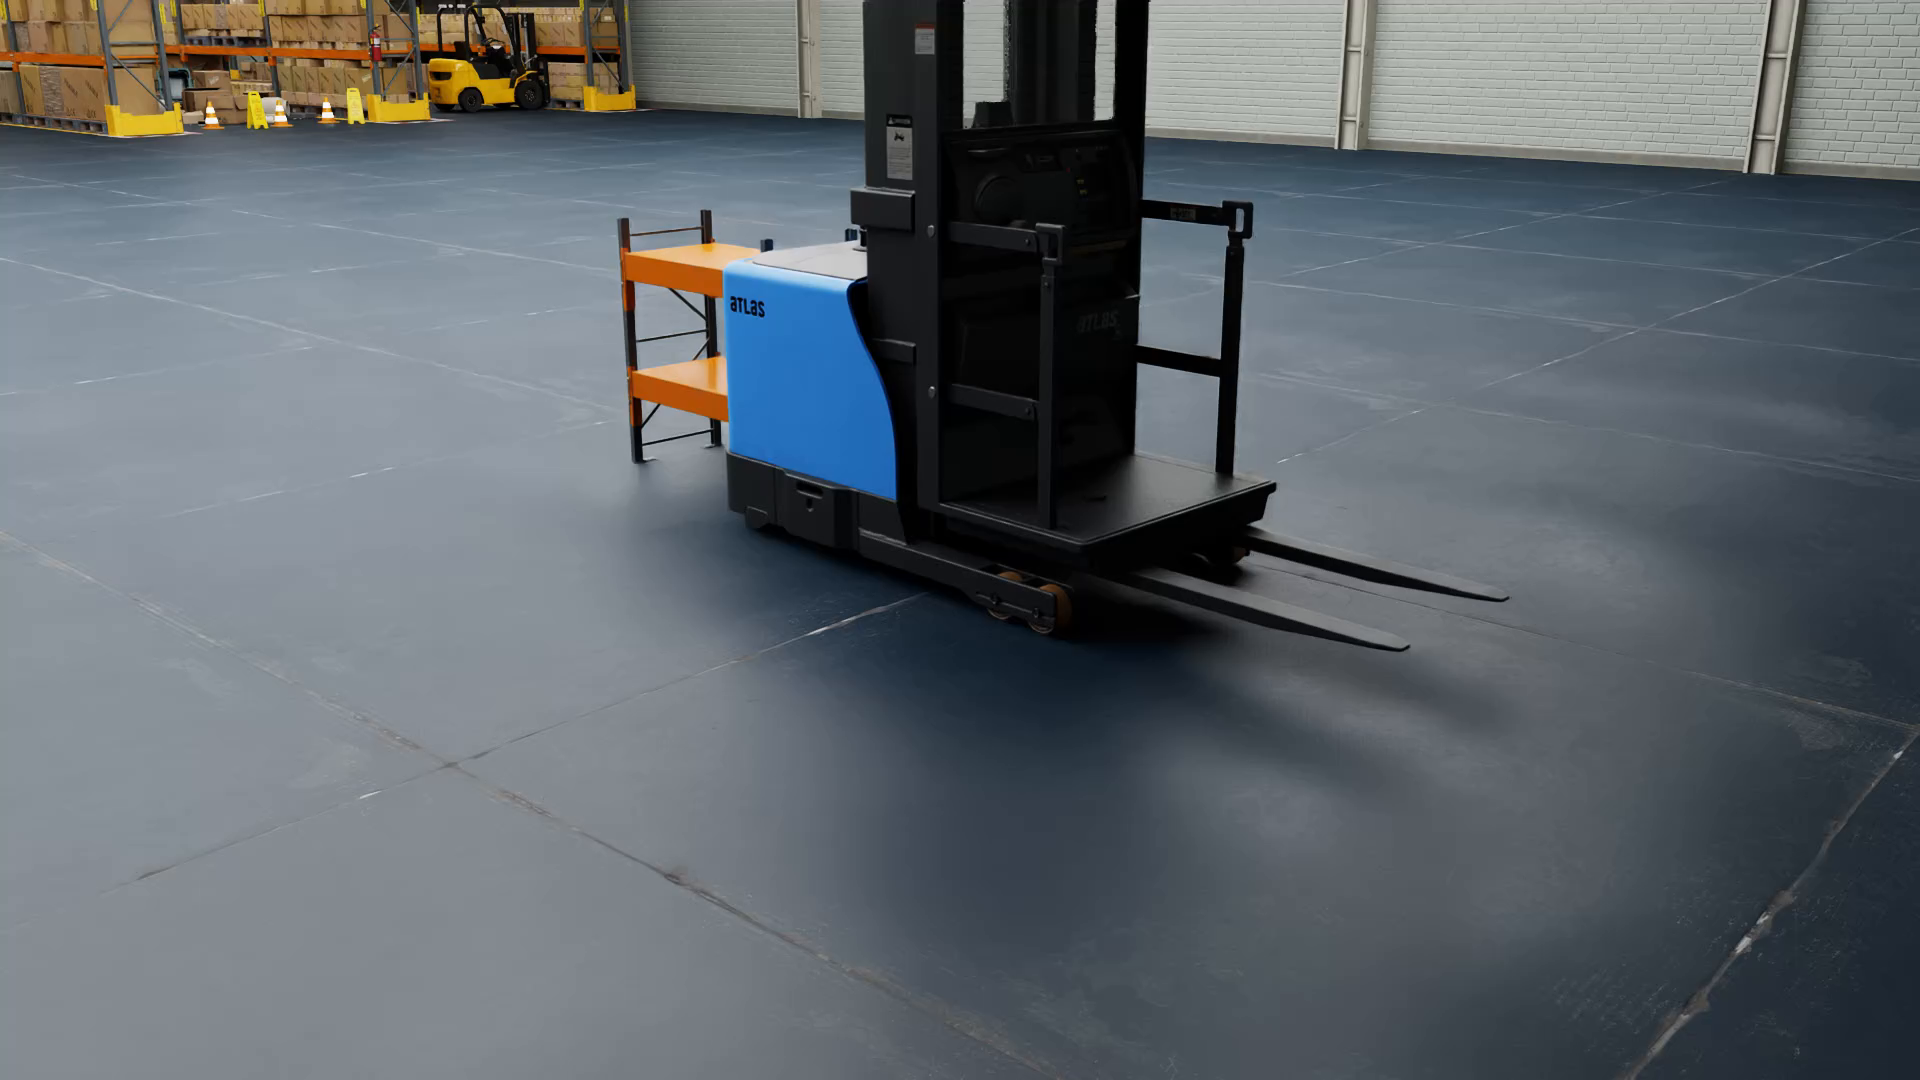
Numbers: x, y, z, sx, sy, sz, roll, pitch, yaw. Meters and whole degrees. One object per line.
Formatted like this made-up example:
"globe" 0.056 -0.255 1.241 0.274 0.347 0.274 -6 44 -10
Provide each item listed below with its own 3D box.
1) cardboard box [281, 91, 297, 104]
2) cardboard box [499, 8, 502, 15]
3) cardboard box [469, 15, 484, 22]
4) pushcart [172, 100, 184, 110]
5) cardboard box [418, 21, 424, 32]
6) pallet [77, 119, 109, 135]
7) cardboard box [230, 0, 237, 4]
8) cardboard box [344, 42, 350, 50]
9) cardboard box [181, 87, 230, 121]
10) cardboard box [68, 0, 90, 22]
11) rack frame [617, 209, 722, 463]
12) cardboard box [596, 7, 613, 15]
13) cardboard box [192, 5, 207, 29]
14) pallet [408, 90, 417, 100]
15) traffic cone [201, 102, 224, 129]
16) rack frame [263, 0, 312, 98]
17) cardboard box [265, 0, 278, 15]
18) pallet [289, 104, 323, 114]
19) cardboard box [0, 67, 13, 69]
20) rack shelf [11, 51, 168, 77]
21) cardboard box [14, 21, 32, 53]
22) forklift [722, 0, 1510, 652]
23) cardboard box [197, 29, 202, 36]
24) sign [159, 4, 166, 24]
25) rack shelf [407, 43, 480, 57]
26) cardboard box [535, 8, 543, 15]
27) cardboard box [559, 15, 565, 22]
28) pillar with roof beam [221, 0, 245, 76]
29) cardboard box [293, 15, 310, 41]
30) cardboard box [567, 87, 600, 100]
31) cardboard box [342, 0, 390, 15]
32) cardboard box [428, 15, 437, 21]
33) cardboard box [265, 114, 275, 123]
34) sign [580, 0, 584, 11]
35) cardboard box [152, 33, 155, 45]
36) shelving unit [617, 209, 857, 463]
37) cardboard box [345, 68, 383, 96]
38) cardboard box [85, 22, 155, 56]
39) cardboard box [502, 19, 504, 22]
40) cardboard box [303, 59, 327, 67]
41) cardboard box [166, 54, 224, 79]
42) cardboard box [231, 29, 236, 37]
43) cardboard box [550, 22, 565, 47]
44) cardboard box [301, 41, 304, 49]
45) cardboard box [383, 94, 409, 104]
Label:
"cardboard box" -13.565 -9.092 34.154 0.500 0.250 0.500 14 22 37
"cardboard box" -10.041 -11.792 37.081 0.250 0.149 0.380 14 23 38
"cardboard box" -10.938 -11.881 37.853 0.250 0.149 0.380 16 24 41
"pushcart" -15.303 -8.607 33.107 0.936 0.377 1.648 7 19 21
"cardboard box" -12.604 -12.122 39.270 0.500 0.250 0.500 14 23 38
"pallet" -14.695 -7.253 29.116 1.213 0.211 1.003 15 23 39
"cardboard box" -15.067 -11.308 34.860 0.250 0.149 0.380 14 22 37
"cardboard box" -11.697 -9.568 32.218 0.250 0.149 0.380 15 23 38
"cardboard box" -14.534 -8.420 32.086 0.503 0.637 0.797 15 23 39
"cardboard box" -14.770 -9.198 28.603 0.550 0.550 0.875 15 23 39
"rack frame" -1.343 -0.949 7.742 0.032 1.125 0.500 17 24 42
"cardboard box" -7.653 -11.317 35.584 0.250 0.149 0.380 14 23 38
"cardboard box" -16.241 -11.329 36.000 0.500 0.500 0.500 17 24 42
"pallet" -12.937 -10.806 40.312 1.213 0.211 1.003 15 23 39
"traffic cone" -13.500 -7.658 29.976 0.334 0.463 0.336 15 23 39
"rack frame" -13.827 -10.382 34.368 0.127 3.000 1.000 15 23 39
"cardboard box" -13.642 -10.911 33.723 0.500 0.500 0.700 15 23 39
"pallet" -13.301 -8.926 34.390 1.213 0.211 1.003 15 23 39
"cardboard box" -18.977 -8.856 32.582 0.750 0.750 1.050 15 23 40
"rack shelf" -15.541 -8.498 29.618 4.000 0.370 1.077 15 23 39
"cardboard box" -16.753 -9.242 30.527 0.550 0.550 0.875 15 23 39
"forklift" 0.451 -1.256 5.725 3.031 2.935 1.130 17 24 42
"cardboard box" -16.336 -11.029 36.126 0.250 0.149 0.380 13 22 36
"sign" -13.672 -9.014 28.493 0.005 0.325 0.100 15 23 39
"rack shelf" -12.031 -11.565 39.283 4.000 0.370 1.077 15 23 39
"cardboard box" -8.972 -11.459 36.032 0.250 0.149 0.380 16 23 40
"cardboard box" -8.353 -11.177 35.633 0.250 0.149 0.380 16 23 40
"pillar with roof beam" -23.786 -16.546 43.872 0.400 9.000 9.100 15 23 39
"cardboard box" -12.925 -10.221 33.202 0.500 0.500 0.500 15 23 39
"cardboard box" -8.104 -9.615 35.802 0.500 0.250 0.500 15 23 40
"cardboard box" -11.362 -10.298 31.793 0.500 0.500 0.700 14 23 38
"cardboard box" -12.163 -12.167 38.753 0.250 0.149 0.380 14 23 38
"cardboard box" -13.156 -8.026 31.657 0.380 0.149 0.250 -6 18 -18
"sign" -7.914 -11.248 34.789 0.005 0.325 0.100 15 23 39
"cardboard box" -18.128 -11.361 37.698 0.500 0.250 0.500 15 23 39
"shelving unit" -0.983 -0.840 7.400 1.048 1.125 0.538 17 24 42
"cardboard box" -11.607 -8.928 32.397 0.500 0.500 0.500 15 23 40
"cardboard box" -14.353 -8.575 28.424 0.550 0.550 0.875 15 23 39
"cardboard box" -9.928 -11.575 36.889 0.250 0.149 0.380 16 23 40
"cardboard box" -12.922 -9.564 33.329 0.250 0.149 0.380 17 24 42
"cardboard box" -17.280 -10.530 37.652 0.875 0.875 0.875 15 23 39
"cardboard box" -15.148 -10.712 35.126 0.250 0.149 0.380 15 23 39
"cardboard box" -8.467 -10.896 35.822 0.500 0.500 0.500 16 24 41
"cardboard box" -12.980 -9.937 33.381 0.250 0.149 0.380 15 23 39
"cardboard box" -11.255 -8.693 32.897 0.500 0.250 0.500 15 23 39
